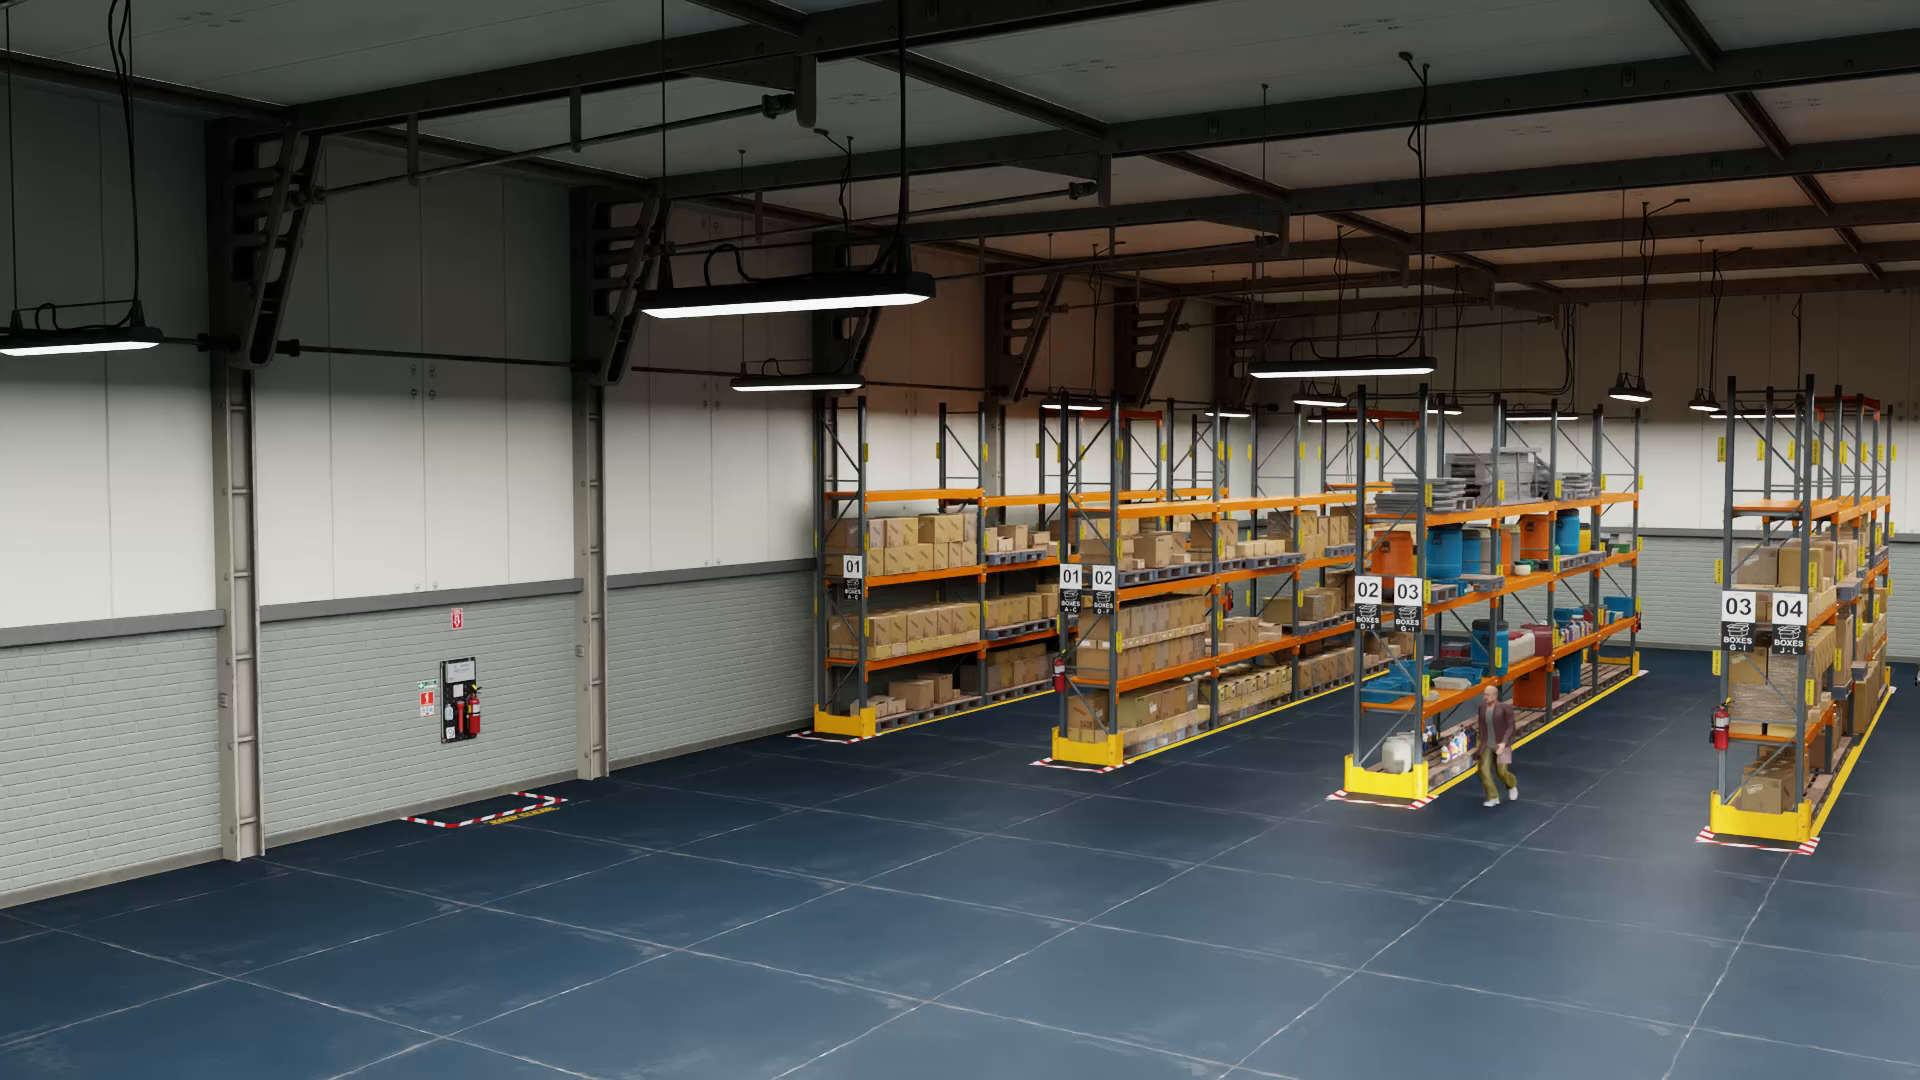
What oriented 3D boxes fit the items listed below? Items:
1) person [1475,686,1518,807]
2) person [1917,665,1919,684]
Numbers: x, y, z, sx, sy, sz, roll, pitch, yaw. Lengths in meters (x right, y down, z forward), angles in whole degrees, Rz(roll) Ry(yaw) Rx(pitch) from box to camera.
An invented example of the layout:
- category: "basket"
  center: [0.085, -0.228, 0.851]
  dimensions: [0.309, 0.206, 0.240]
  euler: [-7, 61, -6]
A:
- category: "person"
  center: [7.661, 2.914, 23.755]
  dimensions: [0.619, 1.695, 0.849]
  euler: [3, 4, 42]
- category: "person"
  center: [18.013, 2.514, 30.628]
  dimensions: [0.682, 1.731, 1.098]
  euler: [2, 3, 29]
